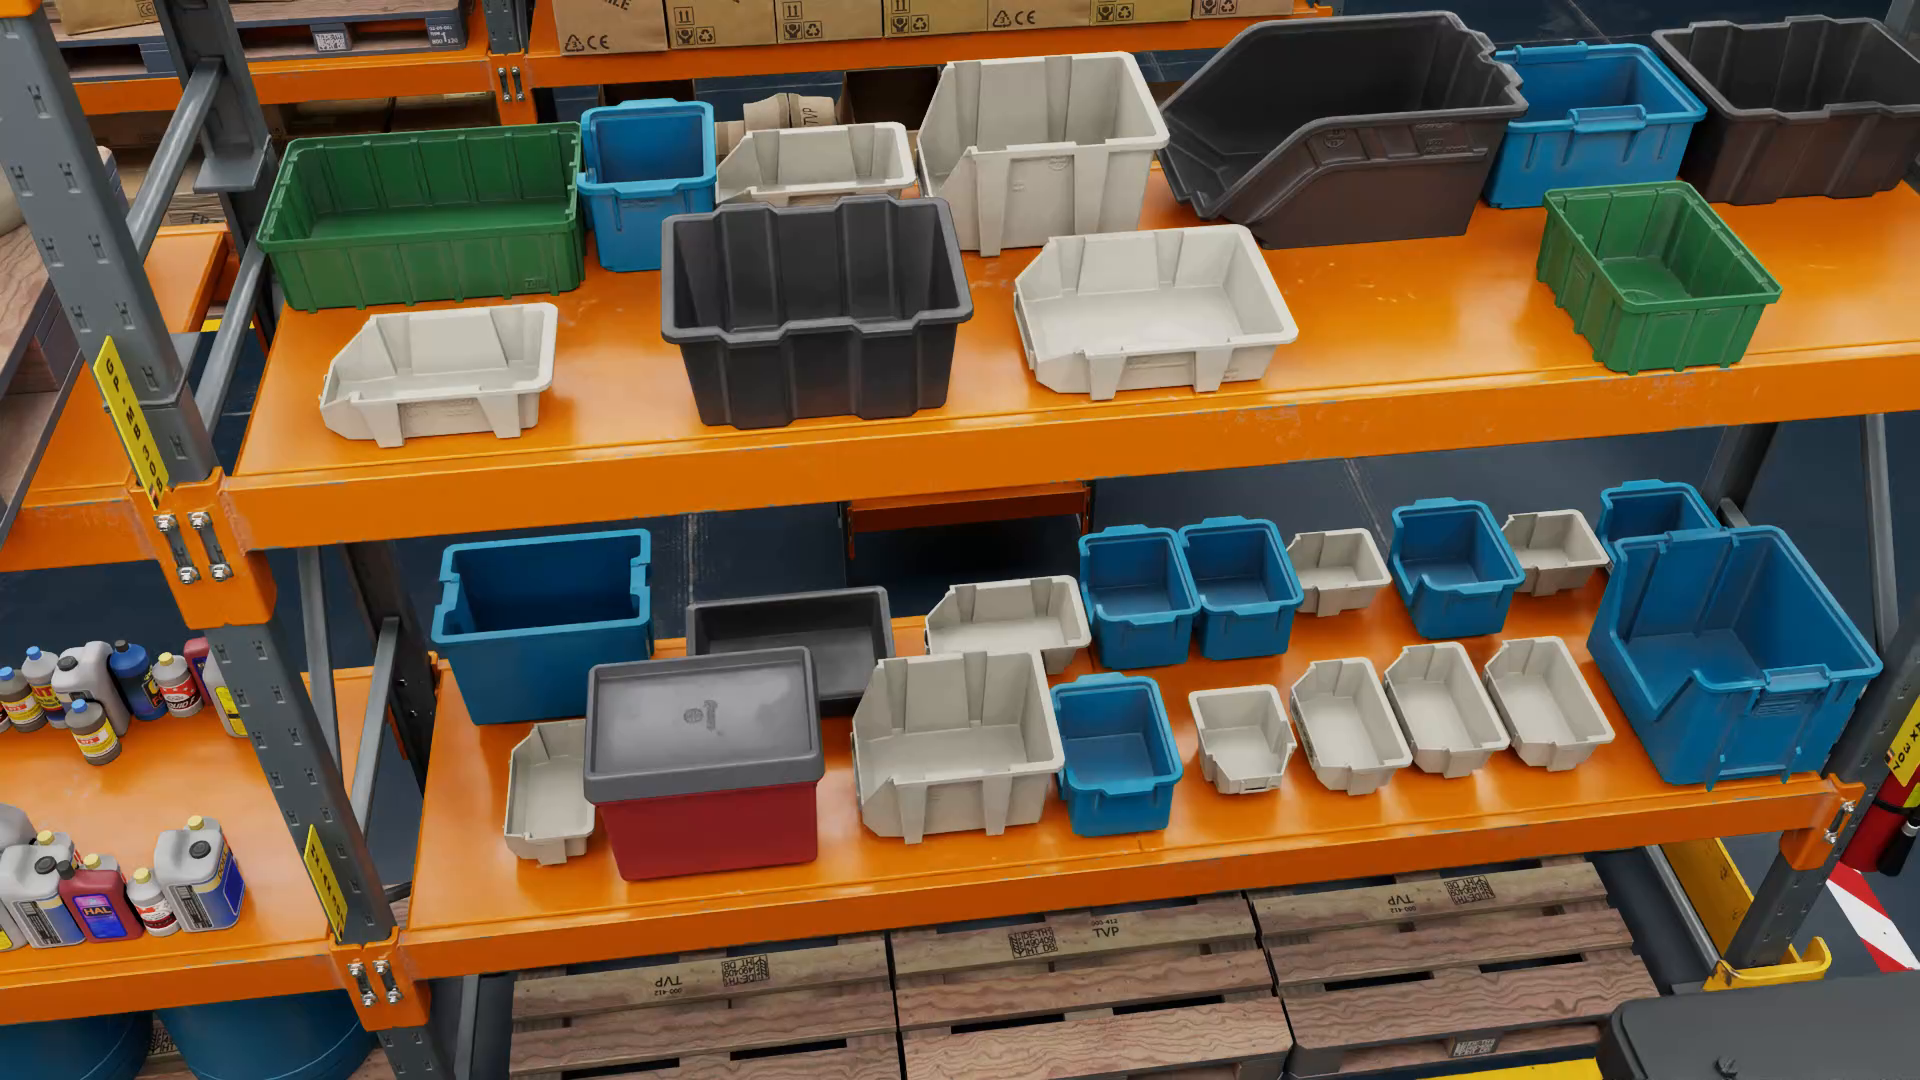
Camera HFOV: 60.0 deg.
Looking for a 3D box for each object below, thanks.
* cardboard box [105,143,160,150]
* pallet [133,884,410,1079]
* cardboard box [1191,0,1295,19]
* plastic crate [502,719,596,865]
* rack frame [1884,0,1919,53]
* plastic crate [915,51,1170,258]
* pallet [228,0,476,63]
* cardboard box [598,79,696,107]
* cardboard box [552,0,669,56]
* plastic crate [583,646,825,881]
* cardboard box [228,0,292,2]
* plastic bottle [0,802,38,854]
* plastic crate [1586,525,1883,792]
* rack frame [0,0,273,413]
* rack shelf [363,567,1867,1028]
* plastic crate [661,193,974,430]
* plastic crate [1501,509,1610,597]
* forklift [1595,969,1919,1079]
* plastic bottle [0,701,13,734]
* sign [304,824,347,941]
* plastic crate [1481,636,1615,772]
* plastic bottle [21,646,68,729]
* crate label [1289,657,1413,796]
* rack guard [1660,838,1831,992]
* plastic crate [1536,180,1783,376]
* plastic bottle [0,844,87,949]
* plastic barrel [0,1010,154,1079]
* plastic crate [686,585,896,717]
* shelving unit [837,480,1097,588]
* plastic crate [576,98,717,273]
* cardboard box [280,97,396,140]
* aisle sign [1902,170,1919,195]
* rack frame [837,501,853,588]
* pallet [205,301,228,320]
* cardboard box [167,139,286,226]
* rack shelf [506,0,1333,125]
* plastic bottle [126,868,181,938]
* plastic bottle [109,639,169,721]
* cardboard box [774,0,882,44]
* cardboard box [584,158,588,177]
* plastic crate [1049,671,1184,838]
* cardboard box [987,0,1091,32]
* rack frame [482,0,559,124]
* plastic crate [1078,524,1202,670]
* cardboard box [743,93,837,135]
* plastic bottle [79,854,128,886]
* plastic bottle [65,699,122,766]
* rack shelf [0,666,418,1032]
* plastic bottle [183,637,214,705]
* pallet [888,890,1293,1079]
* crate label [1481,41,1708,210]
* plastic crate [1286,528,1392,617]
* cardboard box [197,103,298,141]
[{"bbox_3d":[-4.233,-1.964,8.726,0.500,0.500,0.500,-6,42,-7],"label":"cardboard box"},{"bbox_3d":[-2.329,1.620,5.296,1.213,0.211,1.003,-5,42,-6],"label":"pallet"},{"bbox_3d":[1.361,-2.909,8.161,0.500,0.500,0.500,-4,42,-4],"label":"cardboard box"},{"bbox_3d":[-1.078,0.675,4.414,0.243,0.136,0.396,-5,42,-6],"label":"plastic crate"},{"bbox_3d":[2.408,-2.030,2.782,0.127,3.000,1.000,-5,42,-6],"label":"rack frame"},{"bbox_3d":[0.170,-0.884,3.840,0.530,0.282,0.437,-5,42,-6],"label":"plastic crate"},{"bbox_3d":[-3.003,-2.676,8.121,1.213,0.211,1.003,-5,42,-6],"label":"pallet"},{"bbox_3d":[-1.669,-2.218,9.007,0.500,0.500,0.500,-5,42,-6],"label":"cardboard box"},{"bbox_3d":[-1.656,-2.645,7.868,0.500,0.500,0.500,-4,42,-4],"label":"cardboard box"},{"bbox_3d":[-0.640,0.588,4.266,0.583,0.464,0.402,-5,42,-6],"label":"plastic crate"},{"bbox_3d":[-3.369,-2.943,7.885,0.500,0.500,0.700,1,42,1],"label":"cardboard box"},{"bbox_3d":[-2.446,0.765,4.199,0.185,0.351,0.144,-5,42,-6],"label":"plastic bottle"},{"bbox_3d":[2.100,0.316,4.589,0.499,0.435,0.616,-5,42,-6],"label":"plastic crate"},{"bbox_3d":[-1.558,-1.682,2.396,0.127,3.000,1.000,-5,42,-6],"label":"rack frame"},{"bbox_3d":[0.425,0.639,4.839,4.000,0.370,1.077,-5,42,-6],"label":"rack shelf"},{"bbox_3d":[-0.291,-0.446,3.363,0.590,0.269,0.497,-5,42,-6],"label":"plastic crate"},{"bbox_3d":[1.792,0.049,5.108,0.298,0.136,0.250,-5,42,-6],"label":"plastic crate"},{"bbox_3d":[1.564,1.835,3.027,3.031,2.935,1.130,-5,42,-5],"label":"forklift"},{"bbox_3d":[-2.741,0.447,4.663,0.097,0.201,0.097,0,42,0],"label":"plastic bottle"},{"bbox_3d":[-1.489,0.808,3.908,0.005,0.325,0.100,-5,42,-6],"label":"sign"},{"bbox_3d":[1.623,0.465,4.647,0.243,0.136,0.396,-5,42,-6],"label":"plastic crate"},{"bbox_3d":[-2.548,0.404,4.659,0.097,0.271,0.097,0,42,0],"label":"plastic bottle"},{"bbox_3d":[1.061,0.521,4.585,0.243,0.136,0.396,-5,42,-6],"label":"crate label"},{"bbox_3d":[2.430,1.115,5.640,0.348,0.500,1.175,-5,42,-6],"label":"rack guard"},{"bbox_3d":[1.467,-0.562,3.552,0.336,0.188,0.450,-5,42,-6],"label":"plastic crate"},{"bbox_3d":[-2.269,0.872,4.136,0.135,0.276,0.152,-5,42,-6],"label":"plastic bottle"},{"bbox_3d":[-2.802,1.266,4.860,0.708,0.901,0.600,-5,42,-6],"label":"plastic barrel"},{"bbox_3d":[-0.483,0.350,4.783,0.590,0.125,0.437,-5,42,-6],"label":"plastic crate"},{"bbox_3d":[0.007,-0.418,6.874,1.048,1.125,0.538,-5,42,-6],"label":"shelving unit"},{"bbox_3d":[-0.697,-0.797,3.780,0.300,0.233,0.416,-5,42,-6],"label":"plastic crate"},{"bbox_3d":[-3.235,-2.046,8.816,0.500,0.500,0.500,-4,42,-5],"label":"cardboard box"},{"bbox_3d":[2.441,-0.971,4.146,0.004,0.787,0.394,-5,42,-6],"label":"aisle sign"},{"bbox_3d":[-0.497,-0.374,6.825,0.032,1.125,0.500,-5,42,-6],"label":"rack frame"},{"bbox_3d":[-4.211,-1.505,8.761,1.213,0.211,1.003,-5,42,-6],"label":"pallet"},{"bbox_3d":[-3.637,-1.666,8.395,0.500,0.500,0.500,-5,42,-5],"label":"cardboard box"},{"bbox_3d":[-0.214,-2.651,8.487,4.000,0.370,1.077,-5,42,-6],"label":"rack shelf"},{"bbox_3d":[-2.019,0.896,4.165,0.097,0.201,0.097,0,42,0],"label":"plastic bottle"},{"bbox_3d":[-2.318,0.384,4.681,0.097,0.271,0.097,0,42,0],"label":"plastic bottle"},{"bbox_3d":[-0.652,-2.734,7.966,0.500,0.500,0.500,-5,42,-6],"label":"cardboard box"},{"bbox_3d":[-1.752,-1.802,8.688,0.500,0.311,0.500,-5,42,-6],"label":"cardboard box"},{"bbox_3d":[0.405,0.587,4.440,0.300,0.233,0.416,-5,42,-6],"label":"plastic crate"},{"bbox_3d":[0.351,-2.822,8.065,0.500,0.500,0.500,-5,42,-5],"label":"cardboard box"},{"bbox_3d":[-2.197,-2.745,8.053,0.127,3.000,1.000,-5,42,-6],"label":"rack frame"},{"bbox_3d":[0.517,0.181,4.890,0.300,0.233,0.416,-5,42,-6],"label":"plastic crate"},{"bbox_3d":[-0.925,-2.213,9.142,0.500,0.311,0.500,-5,42,-6],"label":"cardboard box"},{"bbox_3d":[-2.159,0.867,4.197,0.097,0.201,0.097,0,42,0],"label":"plastic bottle"},{"bbox_3d":[-2.395,0.519,4.583,0.097,0.201,0.097,0,42,0],"label":"plastic bottle"},{"bbox_3d":[-3.541,0.986,4.454,4.000,0.370,1.077,-5,42,-6],"label":"rack shelf"},{"bbox_3d":[-2.109,0.349,4.711,0.133,0.283,0.061,-5,42,-6],"label":"plastic bottle"},{"bbox_3d":[0.378,1.383,5.559,1.213,0.211,1.003,-5,42,-6],"label":"pallet"},{"bbox_3d":[1.451,-0.995,3.985,0.502,0.251,0.408,-5,42,-6],"label":"crate label"},{"bbox_3d":[1.119,0.108,5.043,0.298,0.136,0.250,-5,42,-6],"label":"plastic crate"},{"bbox_3d":[-3.700,-2.291,8.529,0.500,0.250,0.500,-5,42,-5],"label":"cardboard box"}]
